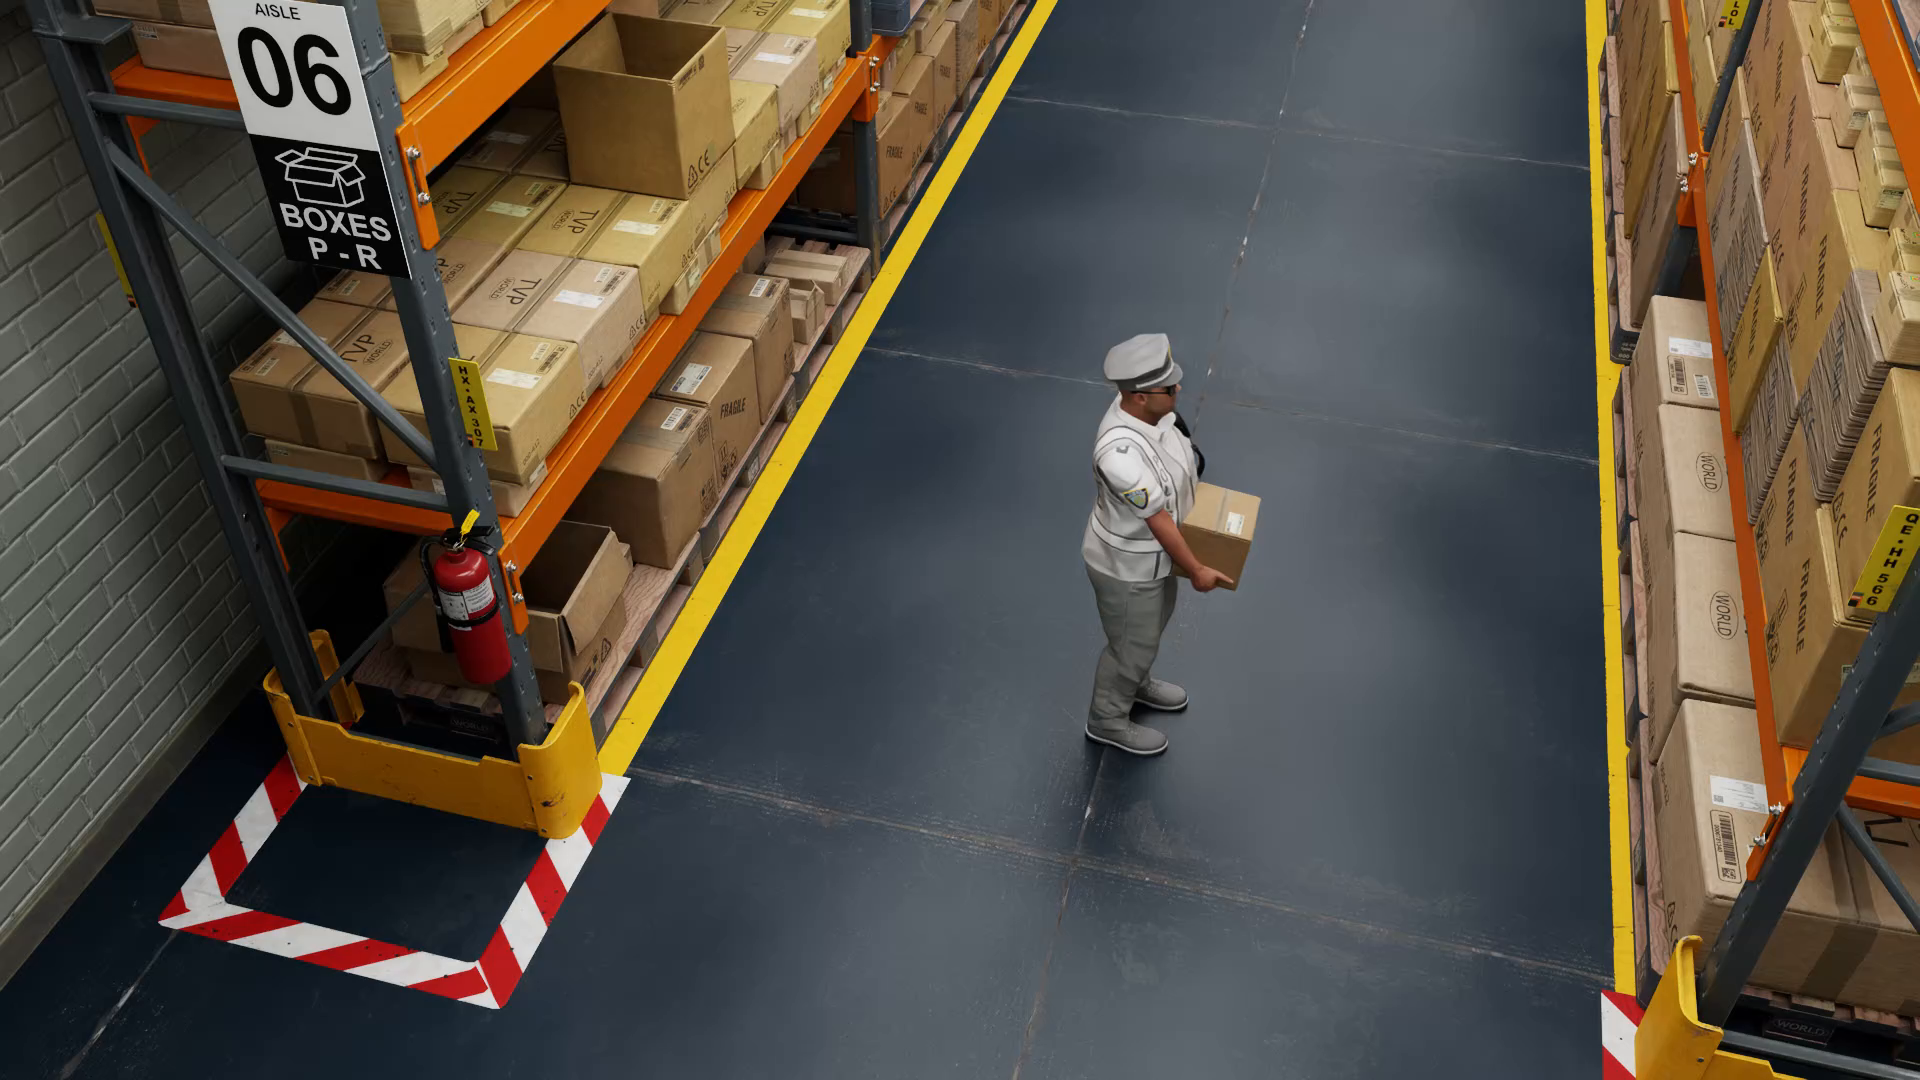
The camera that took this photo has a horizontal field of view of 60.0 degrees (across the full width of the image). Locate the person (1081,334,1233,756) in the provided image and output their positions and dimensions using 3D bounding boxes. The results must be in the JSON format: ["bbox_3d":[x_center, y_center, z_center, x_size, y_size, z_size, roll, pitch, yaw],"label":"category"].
[{"bbox_3d":[0.738,0.033,6.103,0.566,1.771,0.490,10,42,12],"label":"person"}]
